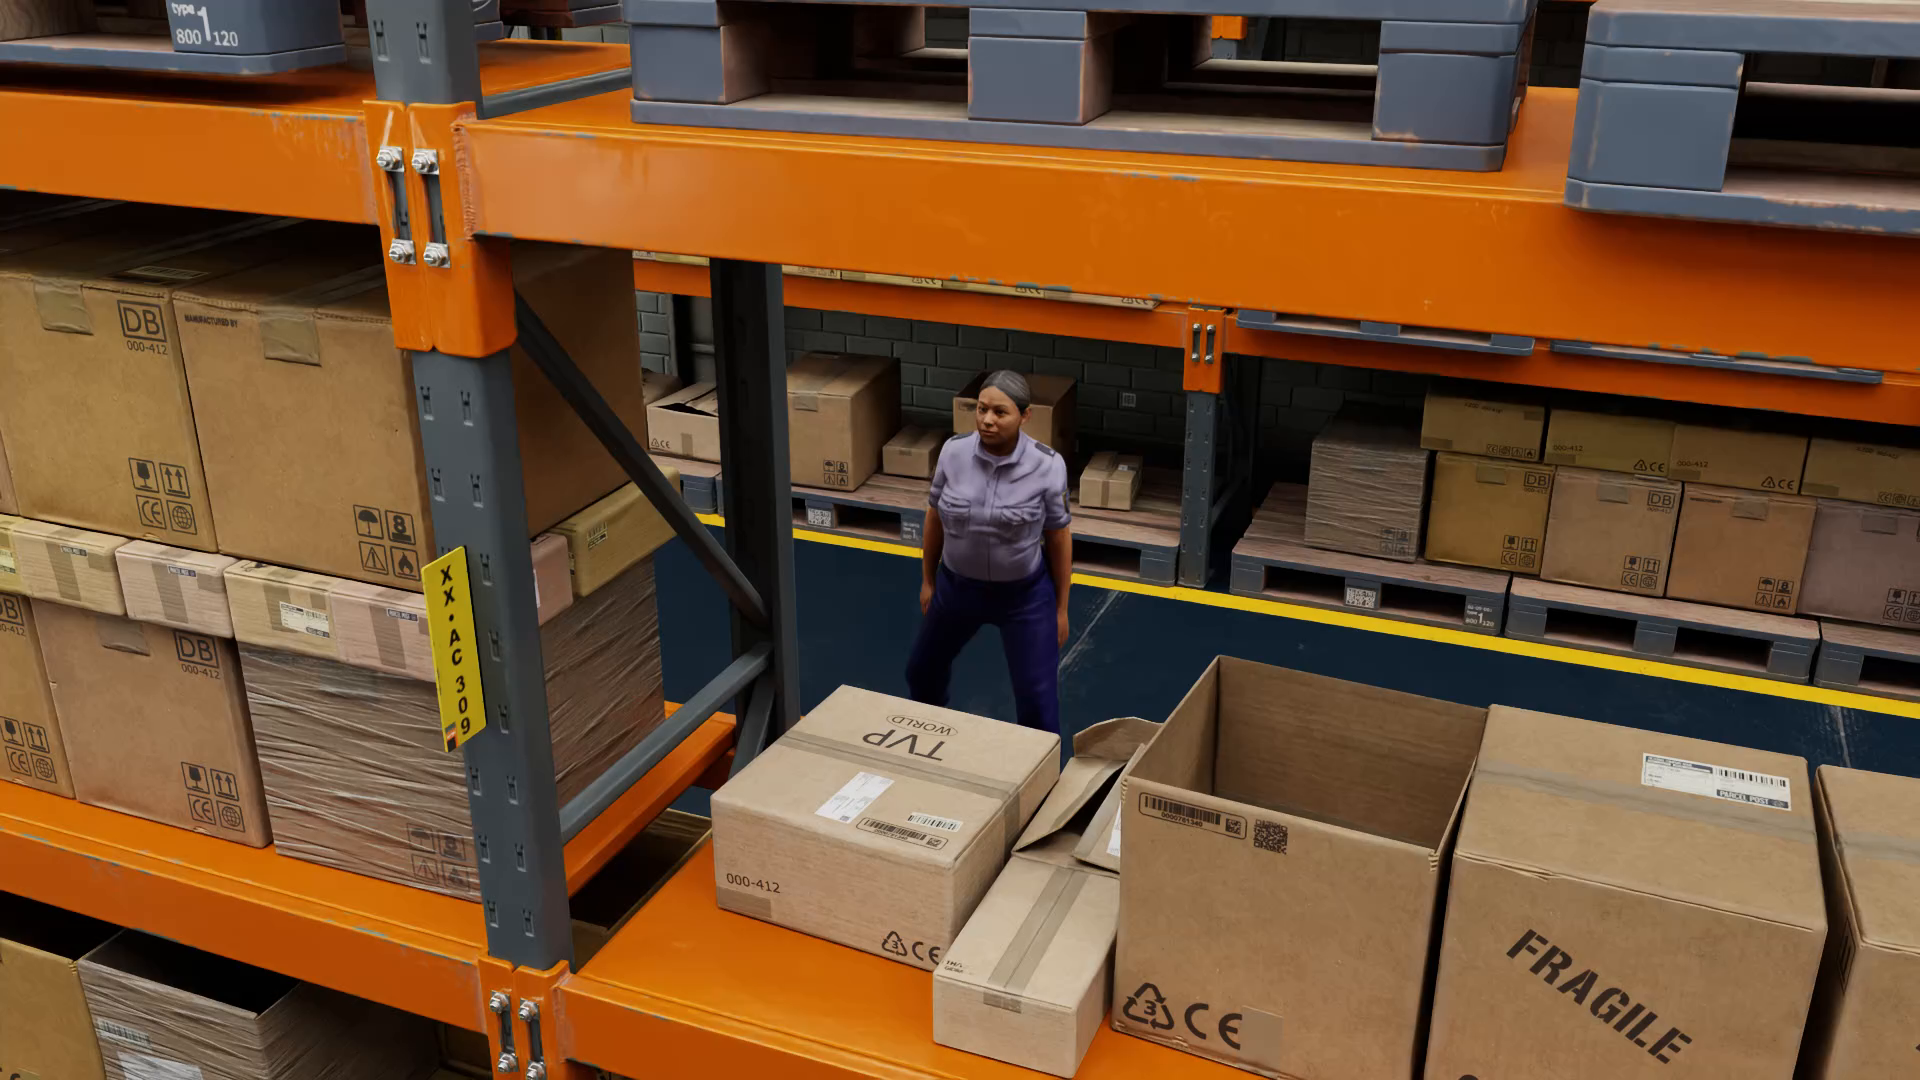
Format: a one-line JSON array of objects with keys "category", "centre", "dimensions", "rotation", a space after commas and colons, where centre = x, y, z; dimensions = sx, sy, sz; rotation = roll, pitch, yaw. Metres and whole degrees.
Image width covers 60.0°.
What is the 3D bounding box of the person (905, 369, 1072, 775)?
[{"category": "person", "centre": [0.050, 0.176, 5.693], "dimensions": [0.846, 1.612, 0.788], "rotation": [7, 24, 17]}]
